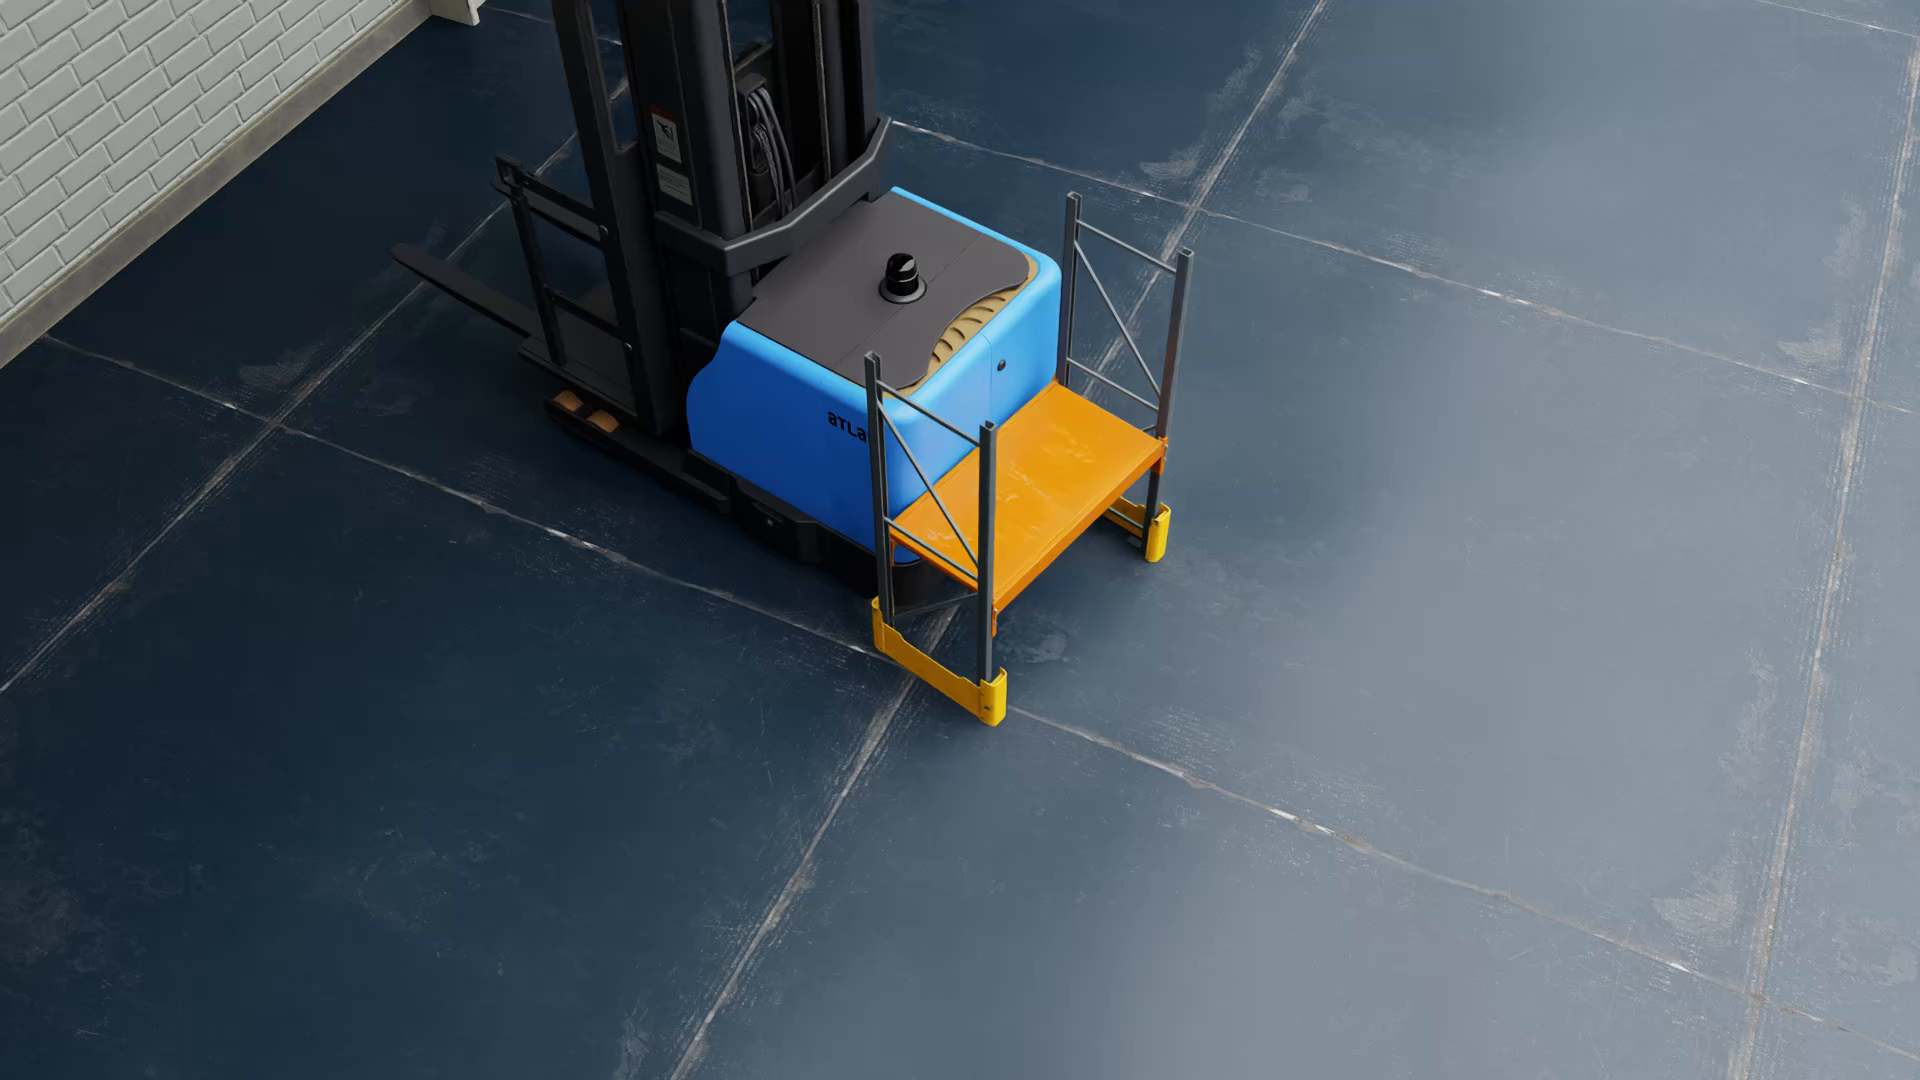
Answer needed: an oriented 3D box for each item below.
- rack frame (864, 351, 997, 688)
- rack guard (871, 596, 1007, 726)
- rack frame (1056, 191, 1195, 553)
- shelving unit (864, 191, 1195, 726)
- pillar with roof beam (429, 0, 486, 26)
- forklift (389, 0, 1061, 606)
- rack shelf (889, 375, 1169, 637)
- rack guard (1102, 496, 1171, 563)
[{"bbox_3d":[-0.092,0.037,5.549,0.500,1.500,0.032,32,57,25],"label":"rack frame"},{"bbox_3d":[-0.079,0.430,6.035,0.587,0.250,0.087,32,57,25],"label":"rack guard"},{"bbox_3d":[0.559,-0.558,6.055,0.500,1.500,0.032,32,57,25],"label":"rack frame"},{"bbox_3d":[0.240,-0.266,5.807,0.587,1.500,1.083,32,57,25],"label":"shelving unit"},{"bbox_3d":[1.234,-4.454,4.447,9.100,9.000,0.400,20,52,16],"label":"pillar with roof beam"},{"bbox_3d":[-1.108,-1.619,6.018,3.031,2.935,1.130,29,55,22],"label":"forklift"},{"bbox_3d":[0.234,-0.144,5.939,0.538,0.185,1.000,32,57,25],"label":"rack shelf"},{"bbox_3d":[0.558,-0.152,6.531,0.587,0.250,0.087,32,57,25],"label":"rack guard"}]
